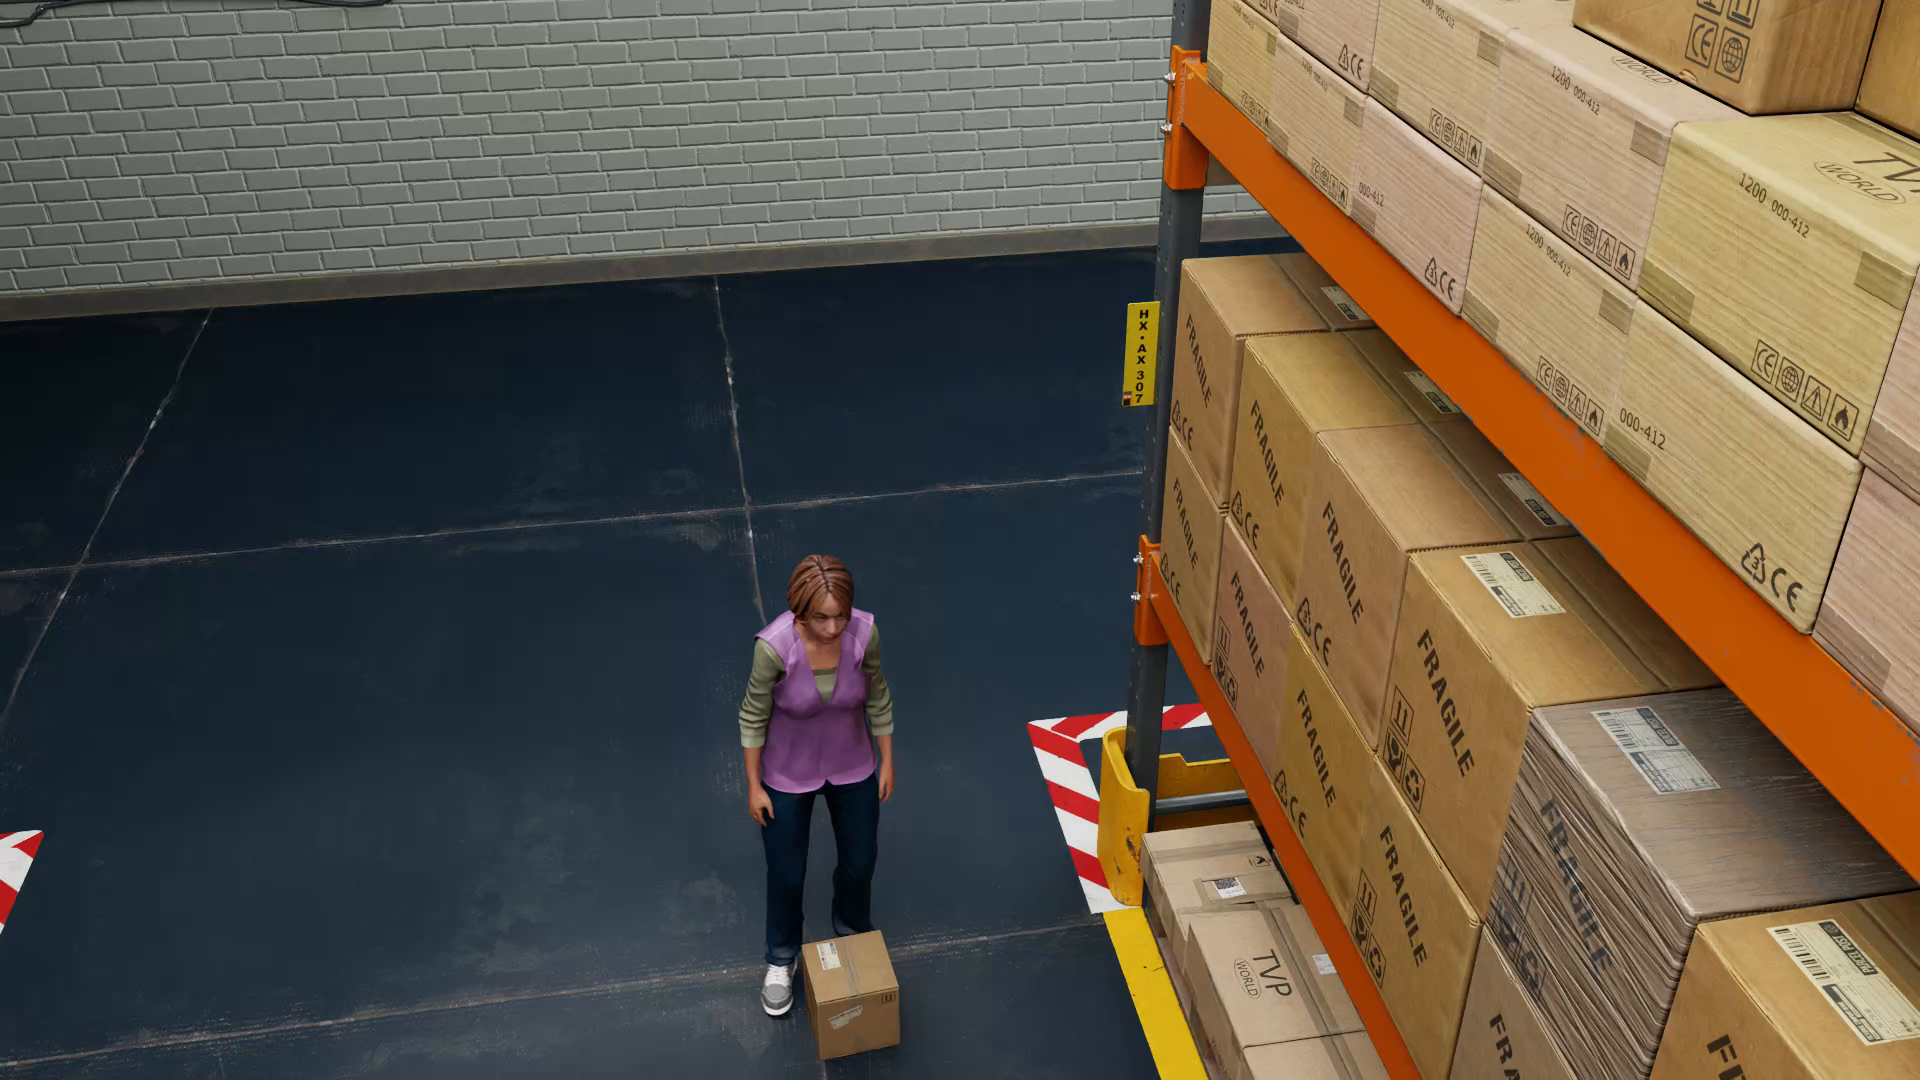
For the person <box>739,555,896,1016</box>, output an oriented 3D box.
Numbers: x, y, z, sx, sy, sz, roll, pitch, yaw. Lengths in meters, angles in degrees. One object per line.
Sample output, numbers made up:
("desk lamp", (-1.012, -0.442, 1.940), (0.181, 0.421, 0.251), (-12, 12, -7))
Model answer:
("person", (-0.421, 0.710, 4.968), (0.478, 1.591, 0.346), (-9, 32, -15))
